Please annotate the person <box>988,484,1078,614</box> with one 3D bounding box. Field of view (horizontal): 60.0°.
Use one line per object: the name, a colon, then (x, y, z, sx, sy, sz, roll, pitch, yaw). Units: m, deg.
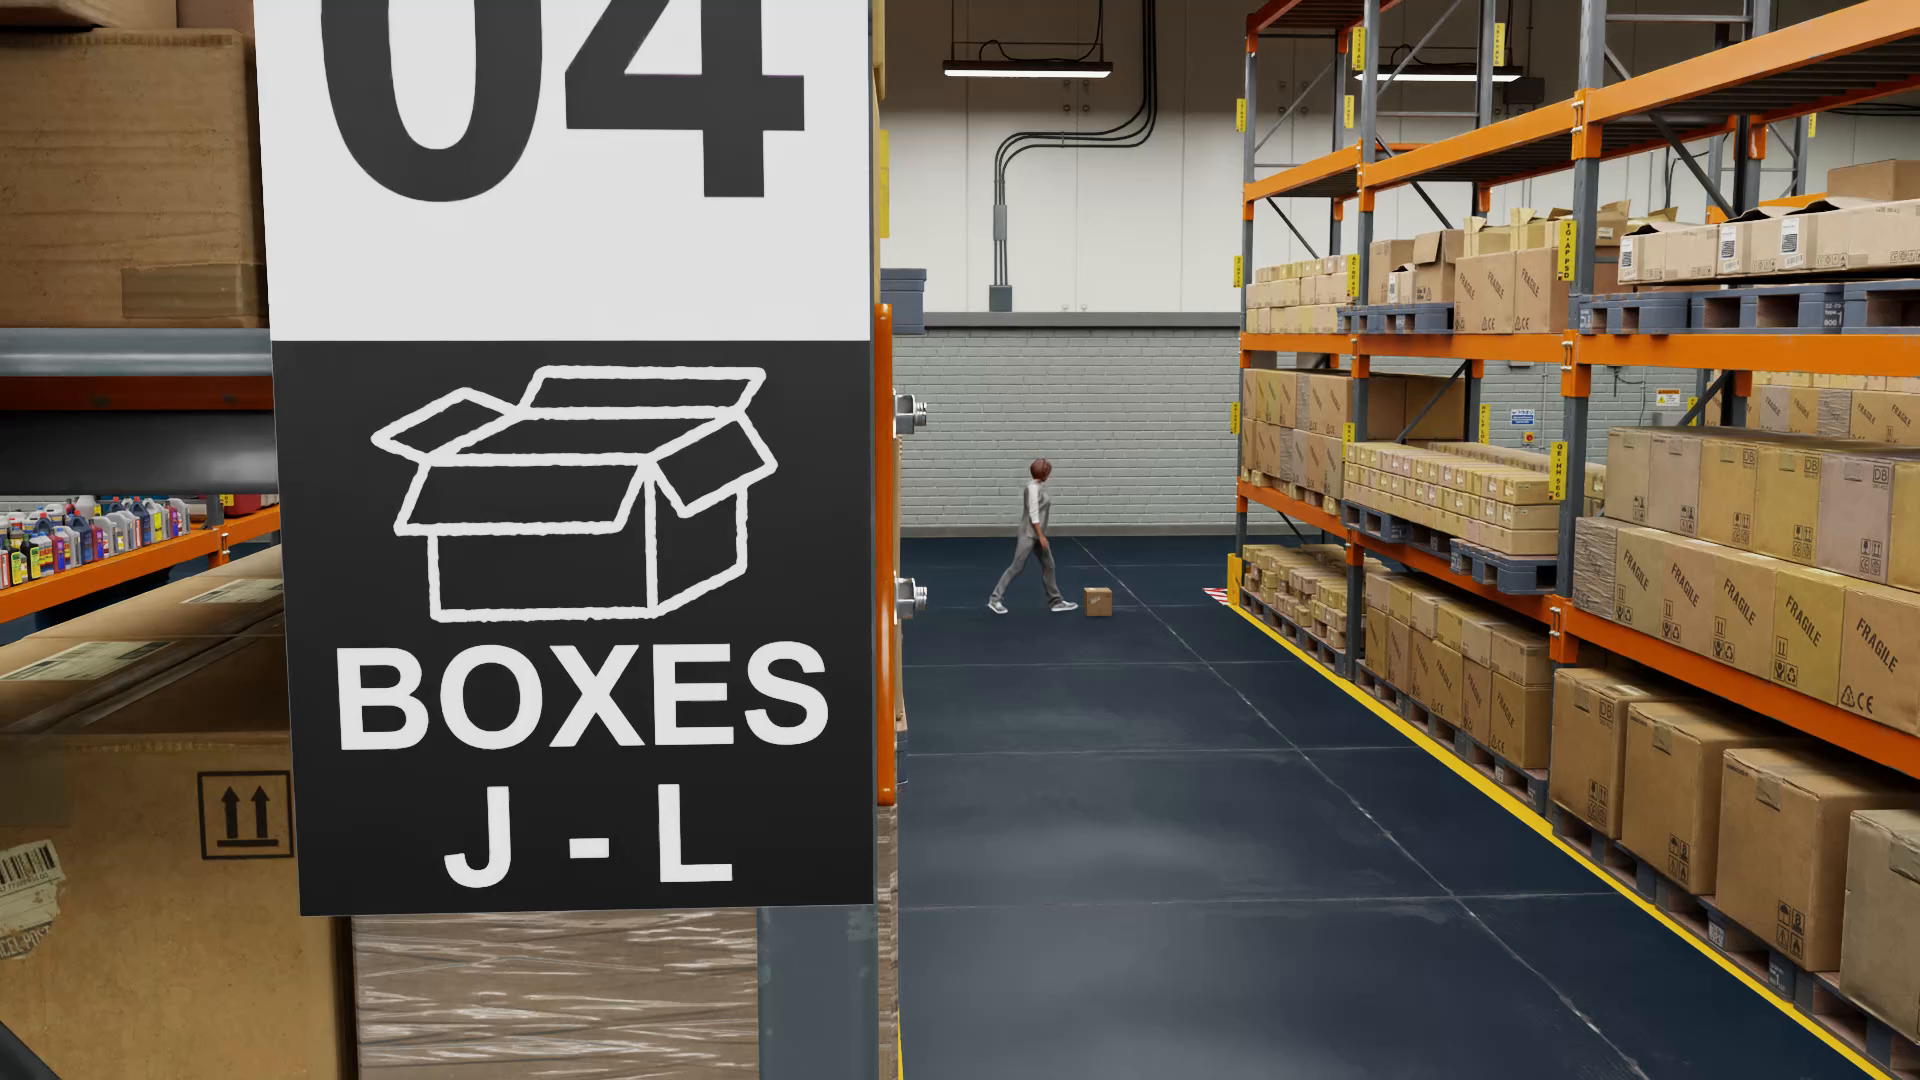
person: (0.724, 0.079, 16.617, 0.848, 1.313, 0.555, 2, 7, 13)
